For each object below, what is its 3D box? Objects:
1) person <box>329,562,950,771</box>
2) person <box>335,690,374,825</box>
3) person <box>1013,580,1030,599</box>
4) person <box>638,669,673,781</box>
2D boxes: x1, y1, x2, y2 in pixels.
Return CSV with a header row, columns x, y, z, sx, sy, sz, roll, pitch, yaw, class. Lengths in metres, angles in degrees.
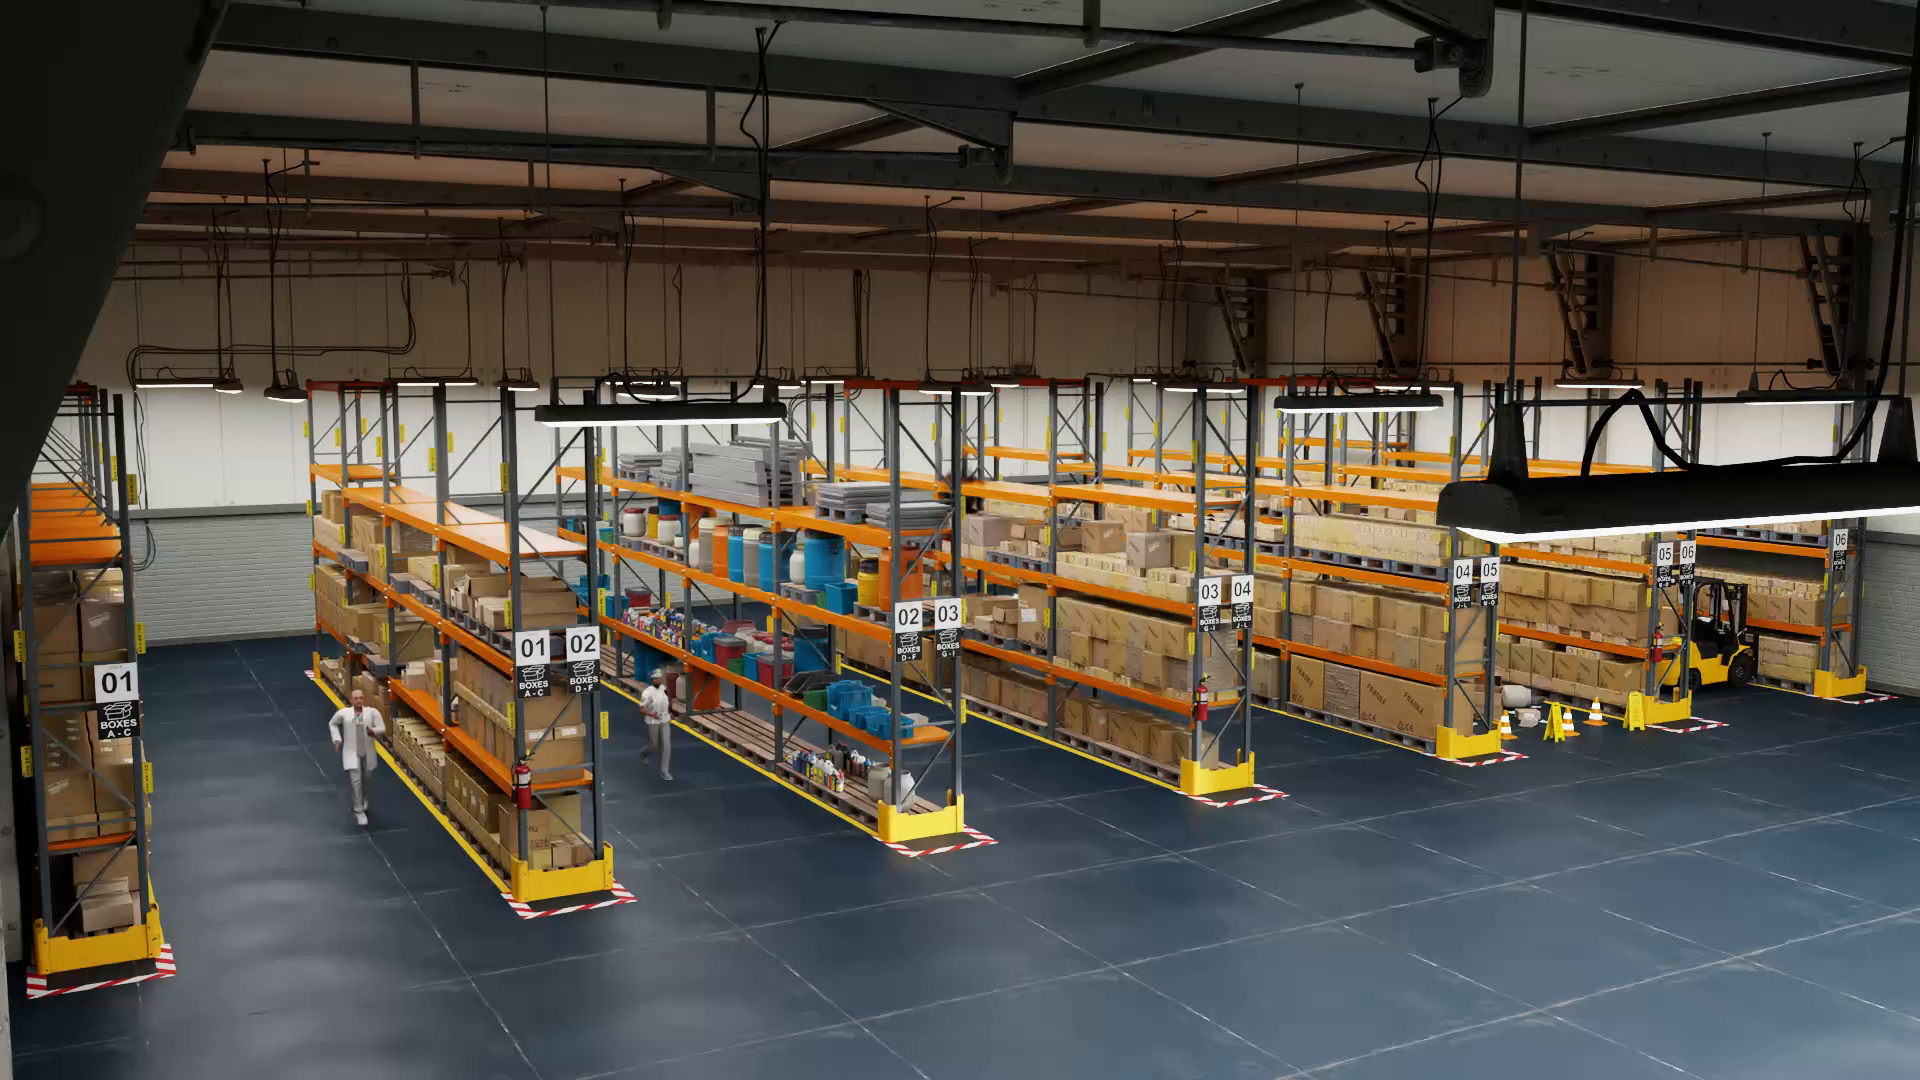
x,y,z,sx,sy,sz,roll,pitch,yaw,class
-4.419,2.126,31.046,14.662,1.798,11.729,-3,7,-25,person
-8.342,2.964,23.100,0.665,1.784,1.042,-4,7,-31,person
1.397,1.627,35.724,0.616,1.563,0.557,-3,7,-28,person
-4.644,2.798,25.443,0.579,1.687,0.851,-5,8,-40,person
